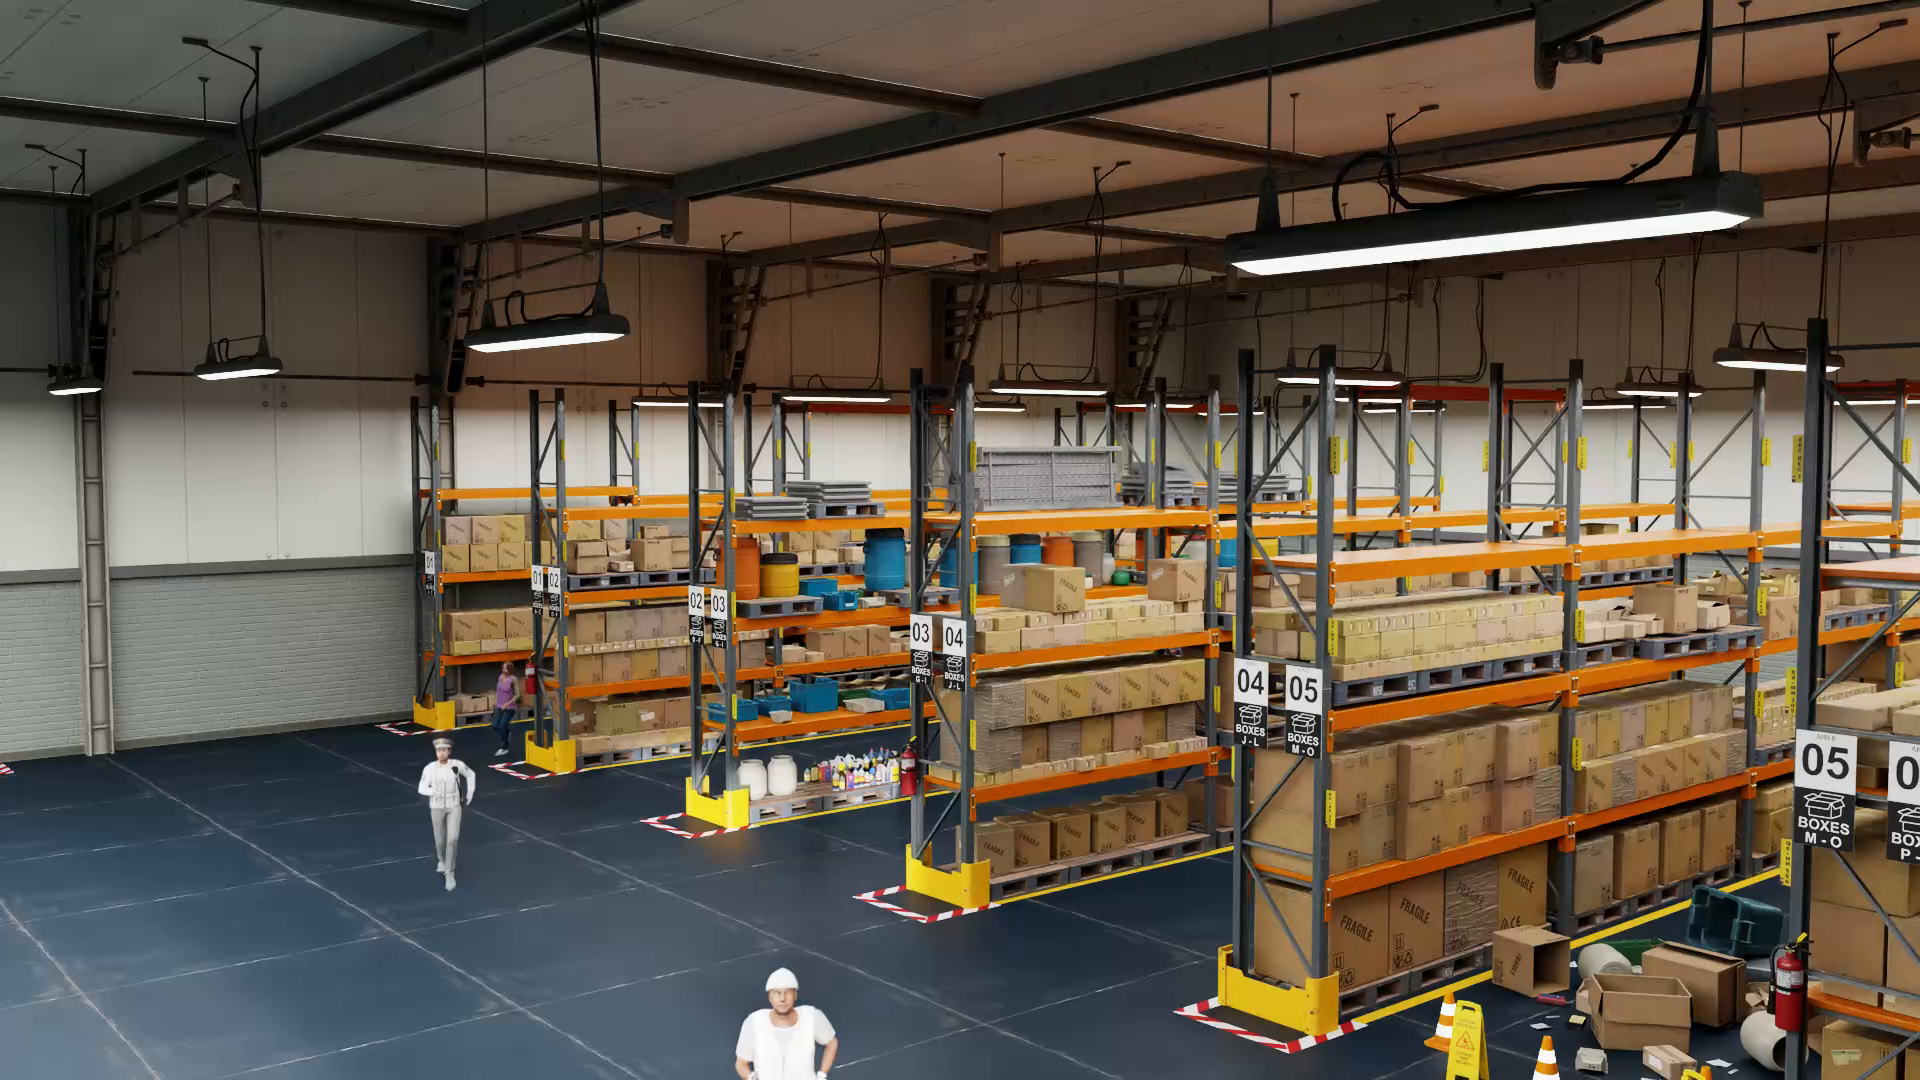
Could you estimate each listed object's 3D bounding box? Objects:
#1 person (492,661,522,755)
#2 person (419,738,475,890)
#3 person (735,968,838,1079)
[{"bbox_3d":[-7.473,2.785,27.499,0.553,1.576,0.526,1,4,23],"label":"person"},{"bbox_3d":[-6.028,3.175,19.534,0.618,1.715,0.862,-1,3,-11],"label":"person"},{"bbox_3d":[-1.120,3.644,10.696,0.656,1.743,0.629,0,3,-3],"label":"person"}]
